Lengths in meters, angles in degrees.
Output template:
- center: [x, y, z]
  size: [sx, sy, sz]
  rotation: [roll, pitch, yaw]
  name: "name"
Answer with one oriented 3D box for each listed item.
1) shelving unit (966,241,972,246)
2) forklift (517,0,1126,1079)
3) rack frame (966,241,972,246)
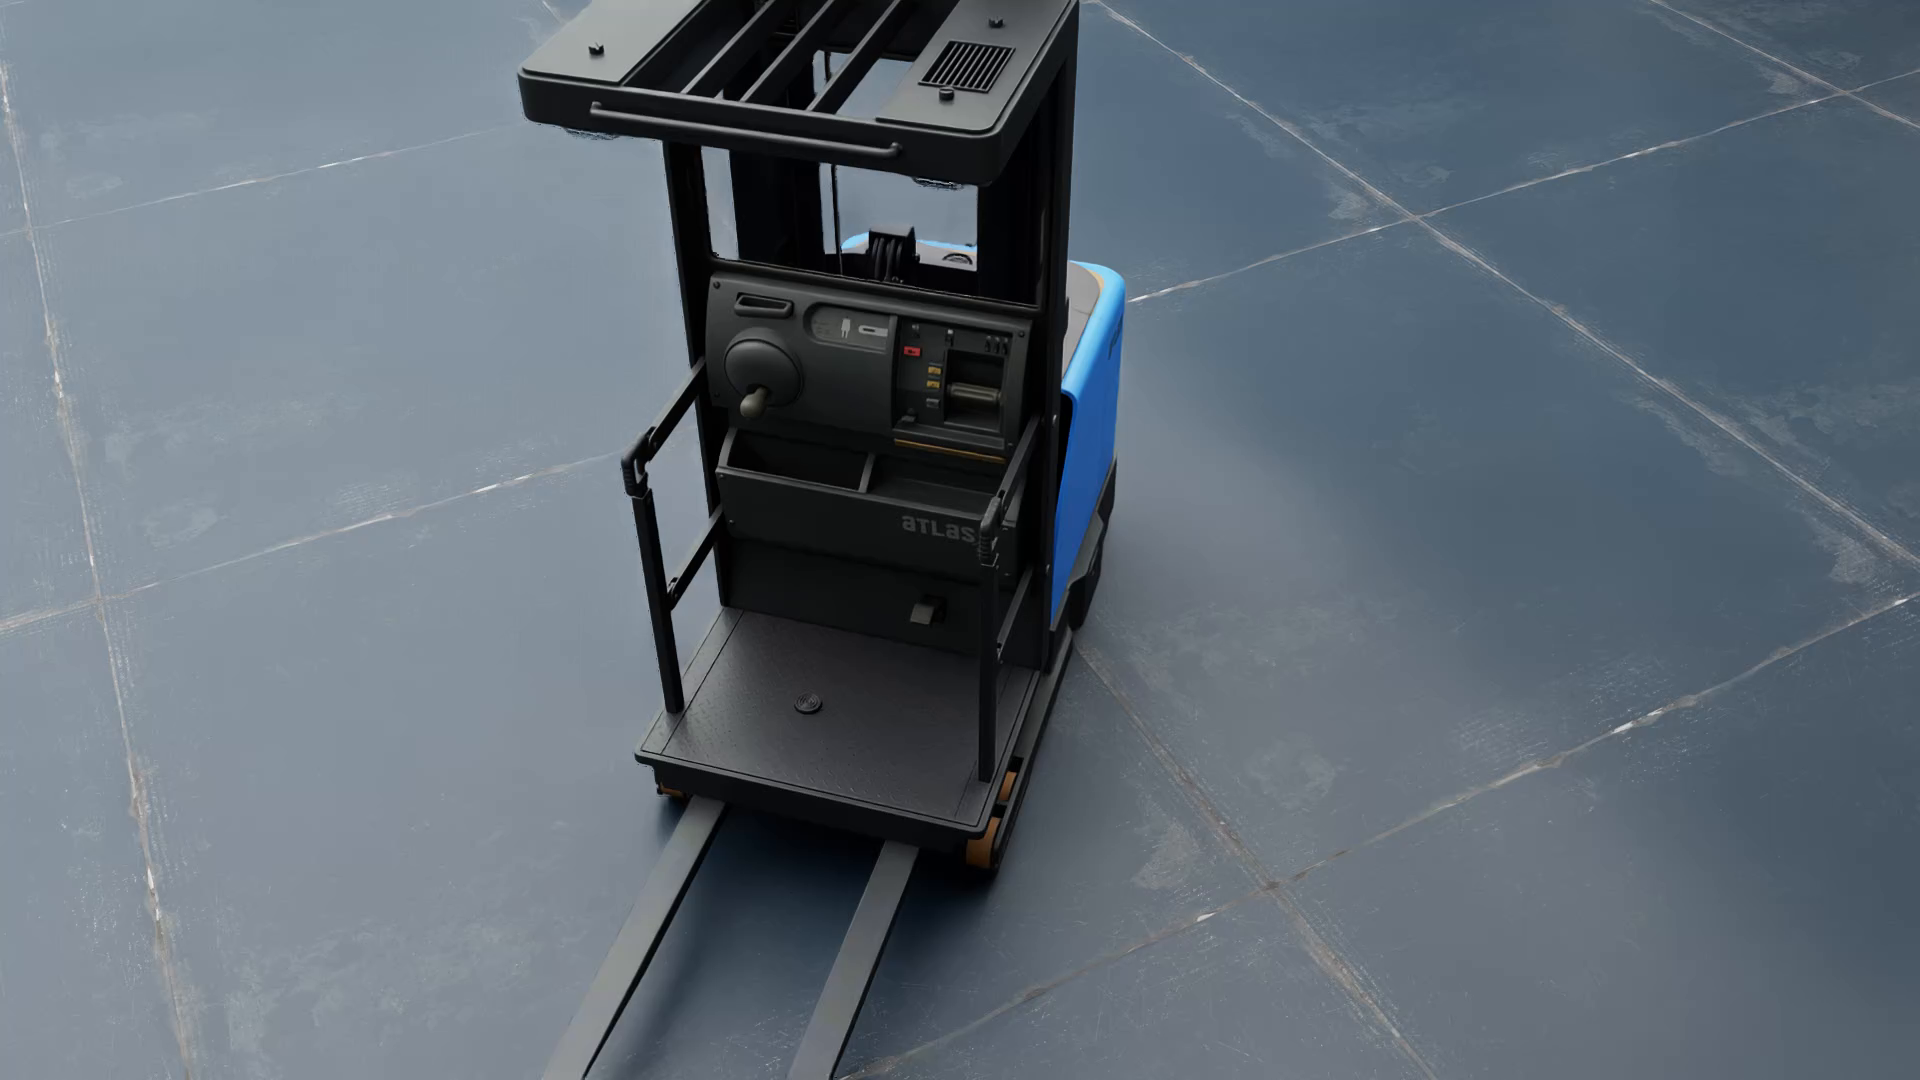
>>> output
- center: [0.075, -0.669, 6.344]
  size: [0.258, 0.900, 0.210]
  rotation: [21, 45, 23]
  name: "shelving unit"
- center: [-0.323, -0.408, 4.463]
  size: [1.130, 2.935, 3.031]
  rotation: [11, 41, 12]
  name: "forklift"
- center: [0.127, -0.726, 6.411]
  size: [0.240, 0.900, 0.006]
  rotation: [21, 45, 23]
  name: "rack frame"
